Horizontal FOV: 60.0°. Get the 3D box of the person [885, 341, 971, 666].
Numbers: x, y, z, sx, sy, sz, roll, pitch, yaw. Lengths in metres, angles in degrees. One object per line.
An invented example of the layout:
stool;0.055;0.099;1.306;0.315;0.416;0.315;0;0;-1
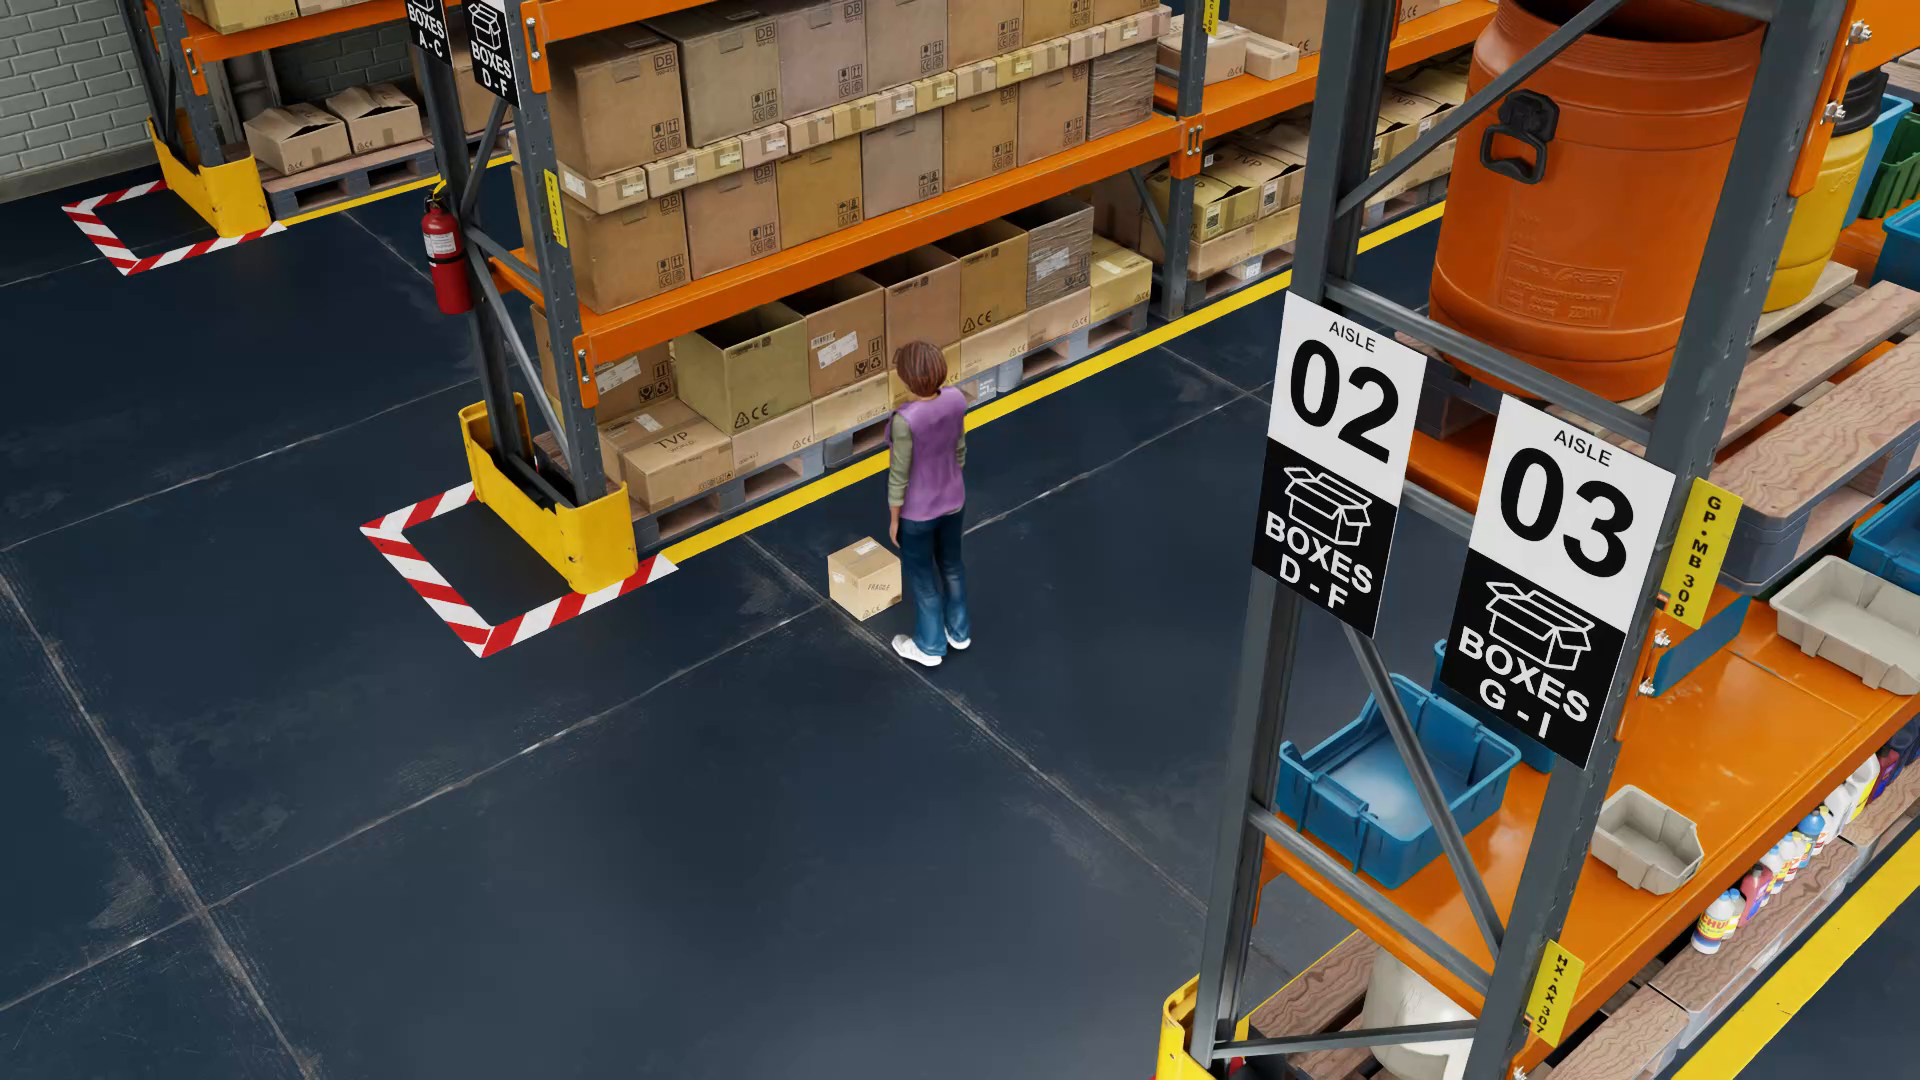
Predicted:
person;-0.146;-0.141;7.251;0.419;1.598;0.334;-26;44;-31
